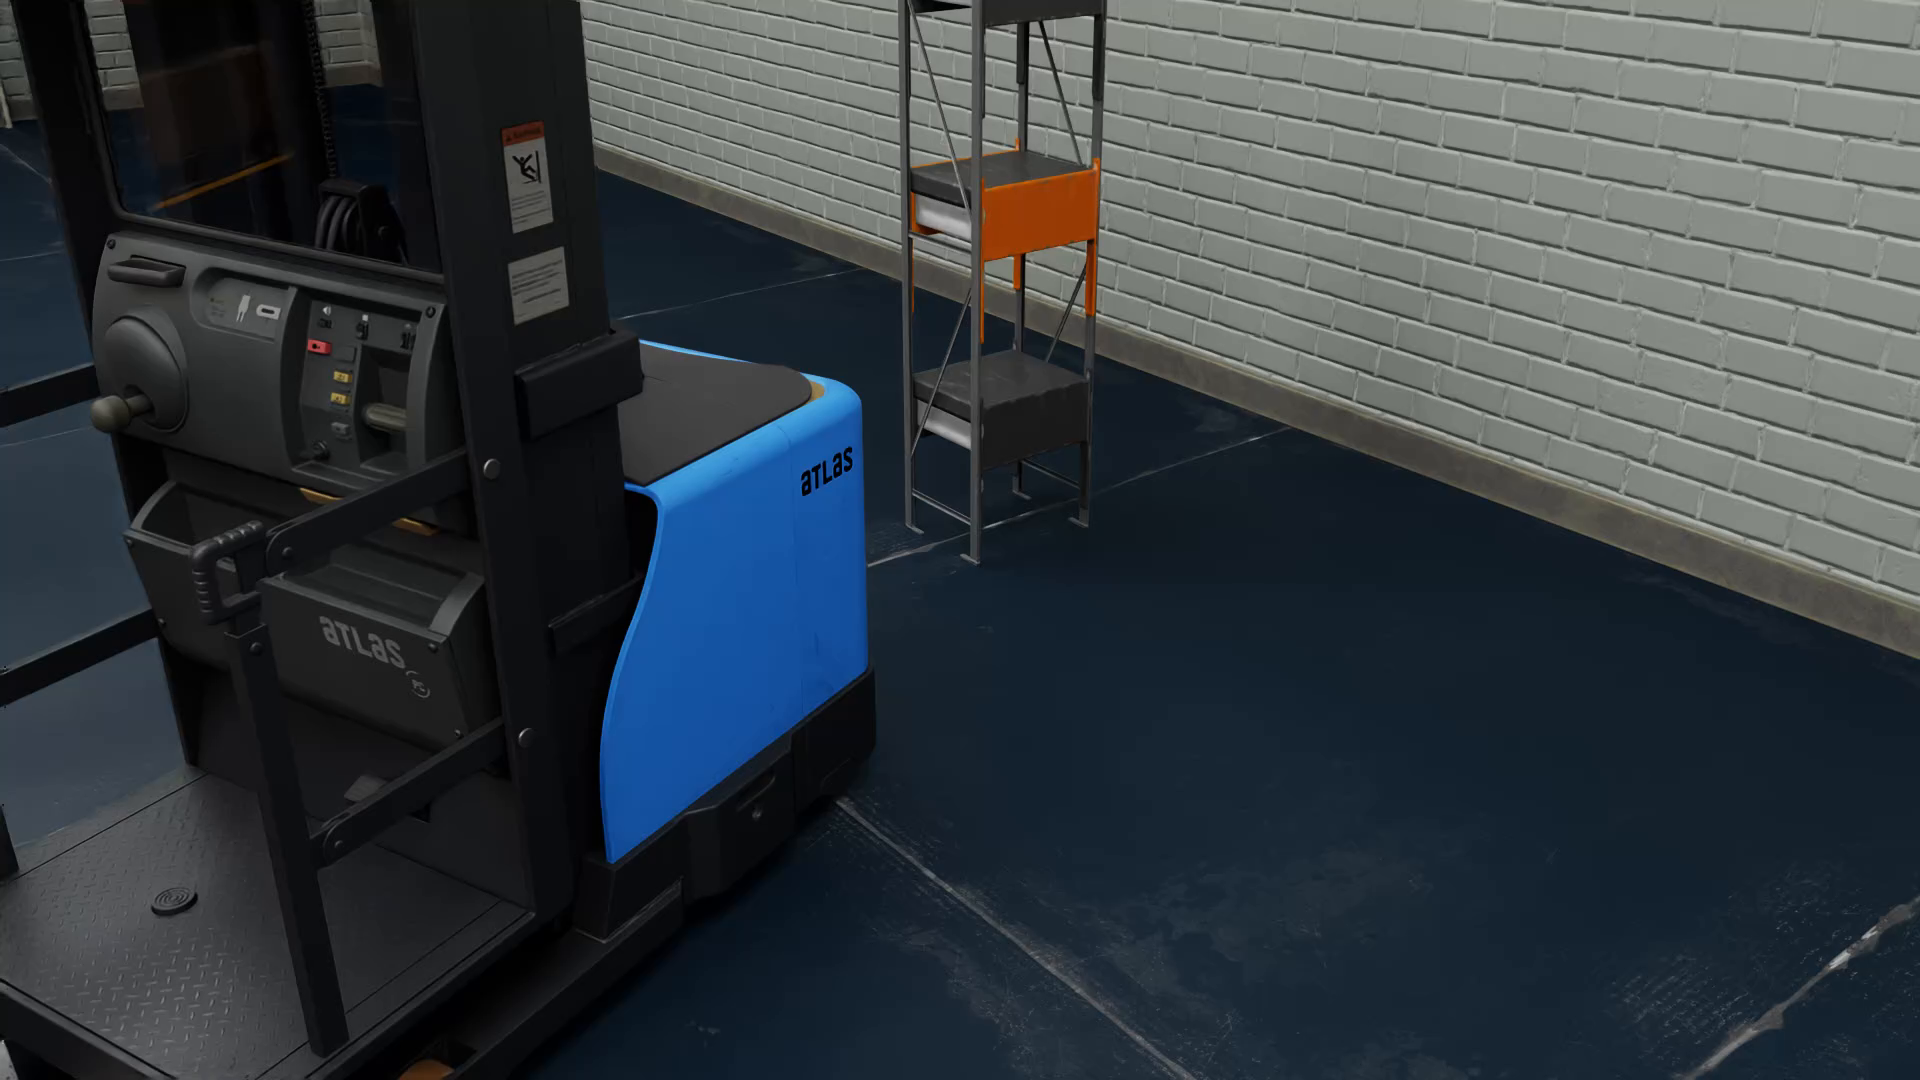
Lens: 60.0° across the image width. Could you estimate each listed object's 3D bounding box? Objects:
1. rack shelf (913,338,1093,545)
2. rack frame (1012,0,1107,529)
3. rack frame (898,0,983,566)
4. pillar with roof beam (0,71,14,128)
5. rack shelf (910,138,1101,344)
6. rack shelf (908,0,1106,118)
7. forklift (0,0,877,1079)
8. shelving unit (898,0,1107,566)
[{"bbox_3d":[0.130,-0.348,5.701,0.480,0.518,0.431,-18,31,-34],"label":"rack shelf"},{"bbox_3d":[0.322,-1.059,5.537,0.015,2.100,0.400,-18,31,-34],"label":"rack frame"},{"bbox_3d":[-0.062,-0.932,5.264,0.015,2.100,0.400,-18,31,-34],"label":"rack frame"},{"bbox_3d":[-4.621,-5.717,7.380,0.400,9.000,9.100,-18,31,-34],"label":"pillar with roof beam"},{"bbox_3d":[0.130,-0.983,5.406,0.480,0.518,0.431,-18,31,-34],"label":"rack shelf"},{"bbox_3d":[0.130,-1.618,5.112,0.480,0.518,0.431,-18,31,-34],"label":"rack shelf"},{"bbox_3d":[-1.408,-0.305,2.926,1.130,2.935,3.031,14,28,28],"label":"forklift"},{"bbox_3d":[0.130,-0.995,5.401,0.503,2.100,0.431,-18,31,-34],"label":"shelving unit"}]
